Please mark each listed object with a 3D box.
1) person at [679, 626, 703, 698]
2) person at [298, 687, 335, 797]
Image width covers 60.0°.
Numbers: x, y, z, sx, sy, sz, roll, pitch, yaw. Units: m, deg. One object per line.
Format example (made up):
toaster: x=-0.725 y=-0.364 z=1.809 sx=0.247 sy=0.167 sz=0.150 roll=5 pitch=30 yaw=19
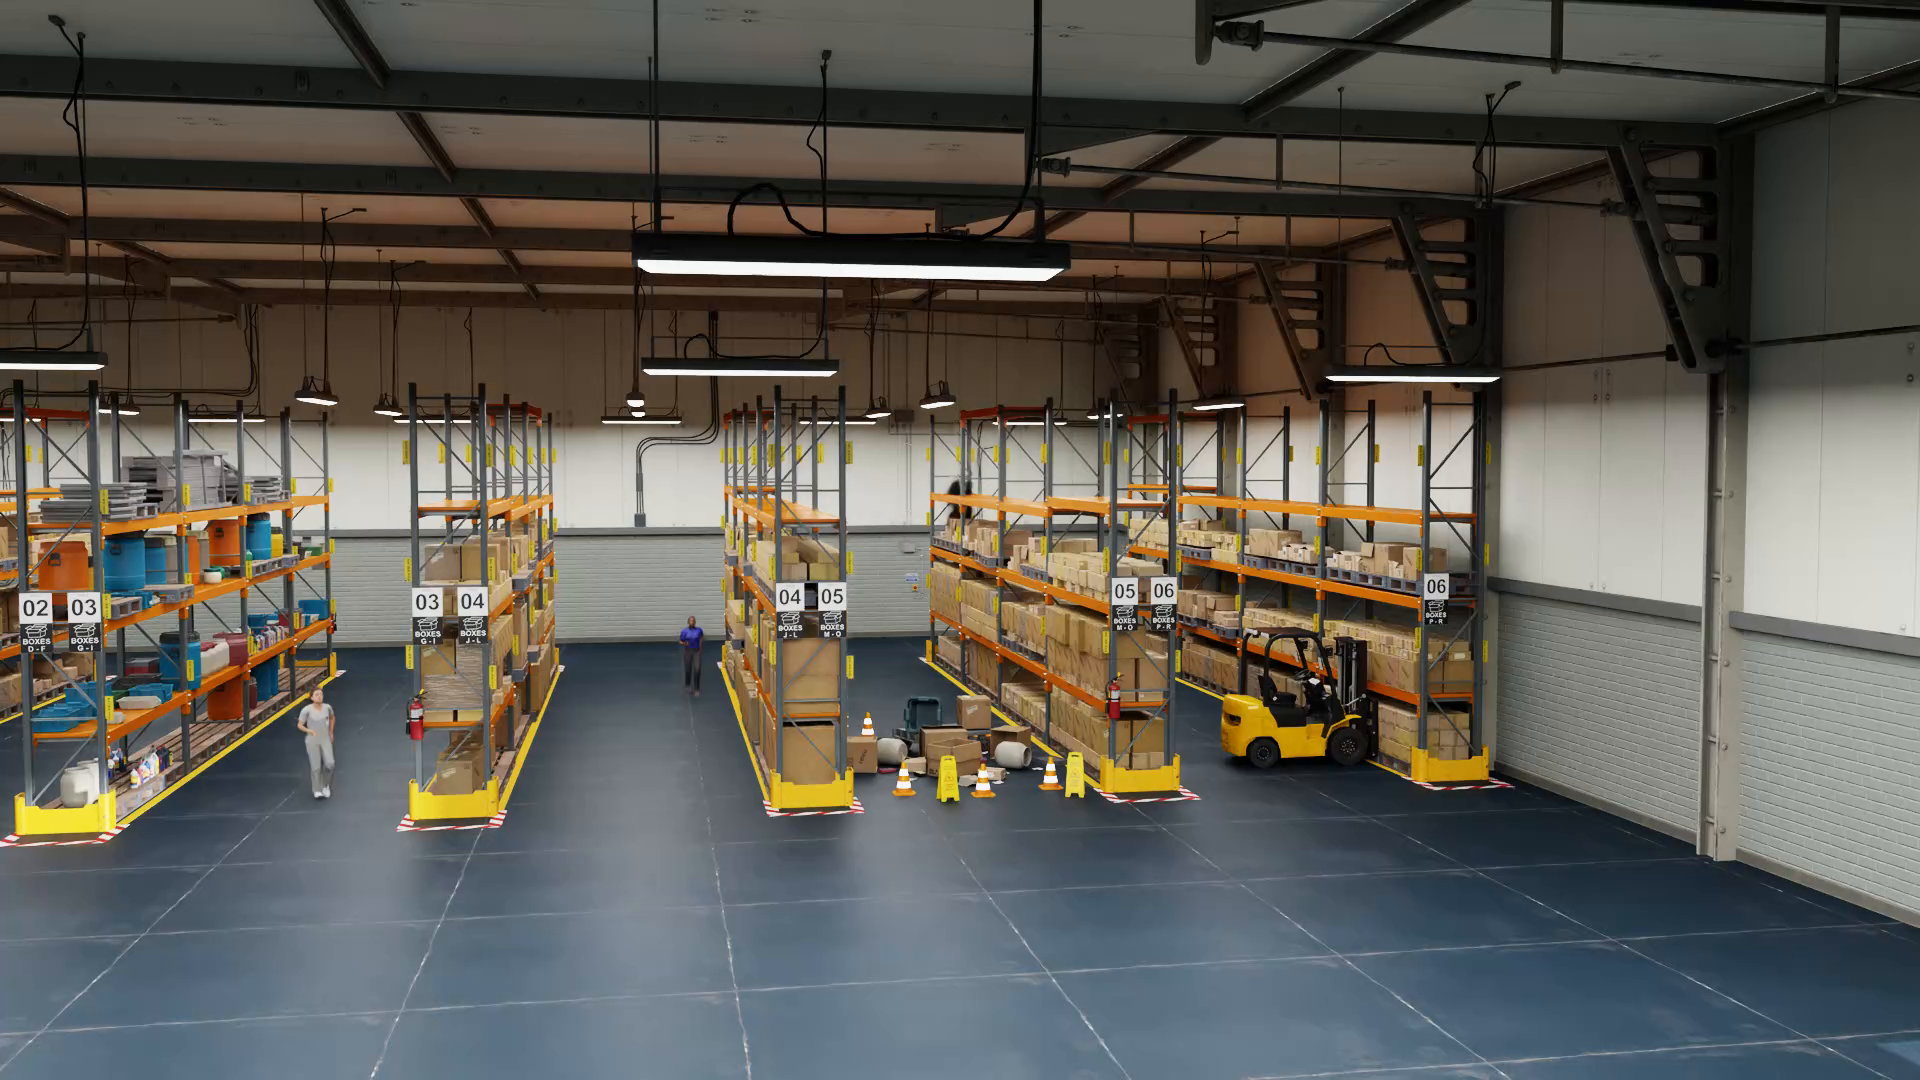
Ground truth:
person: x=-5.613 y=2.524 z=34.768 sx=0.507 sy=1.506 sz=0.800 roll=-1 pitch=3 yaw=-13
person: x=-9.312 y=2.948 z=24.148 sx=0.569 sy=1.632 sz=0.602 roll=-2 pitch=3 yaw=-34
